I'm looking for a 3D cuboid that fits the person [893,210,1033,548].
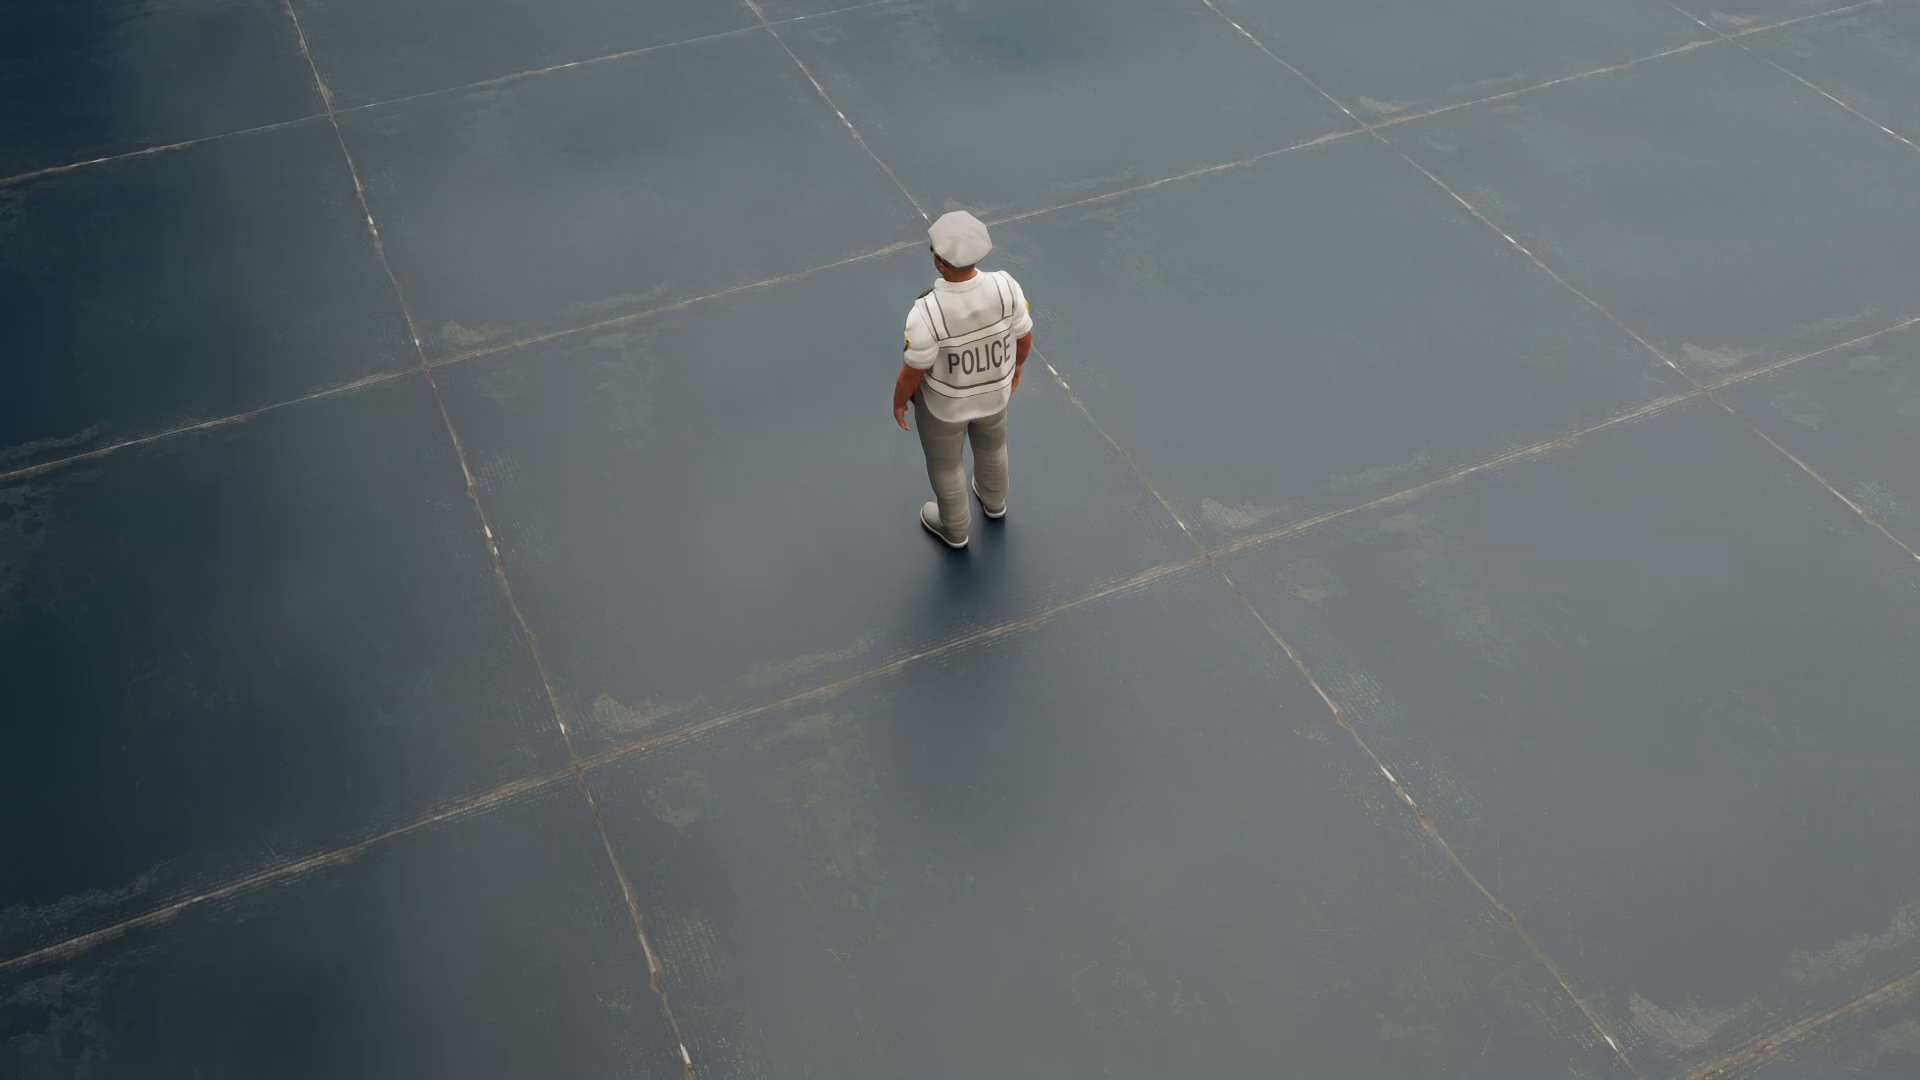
[{"bbox_3d":[-0.021,-0.708,7.271,0.640,1.781,0.575,-18,46,-18],"label":"person"}]
